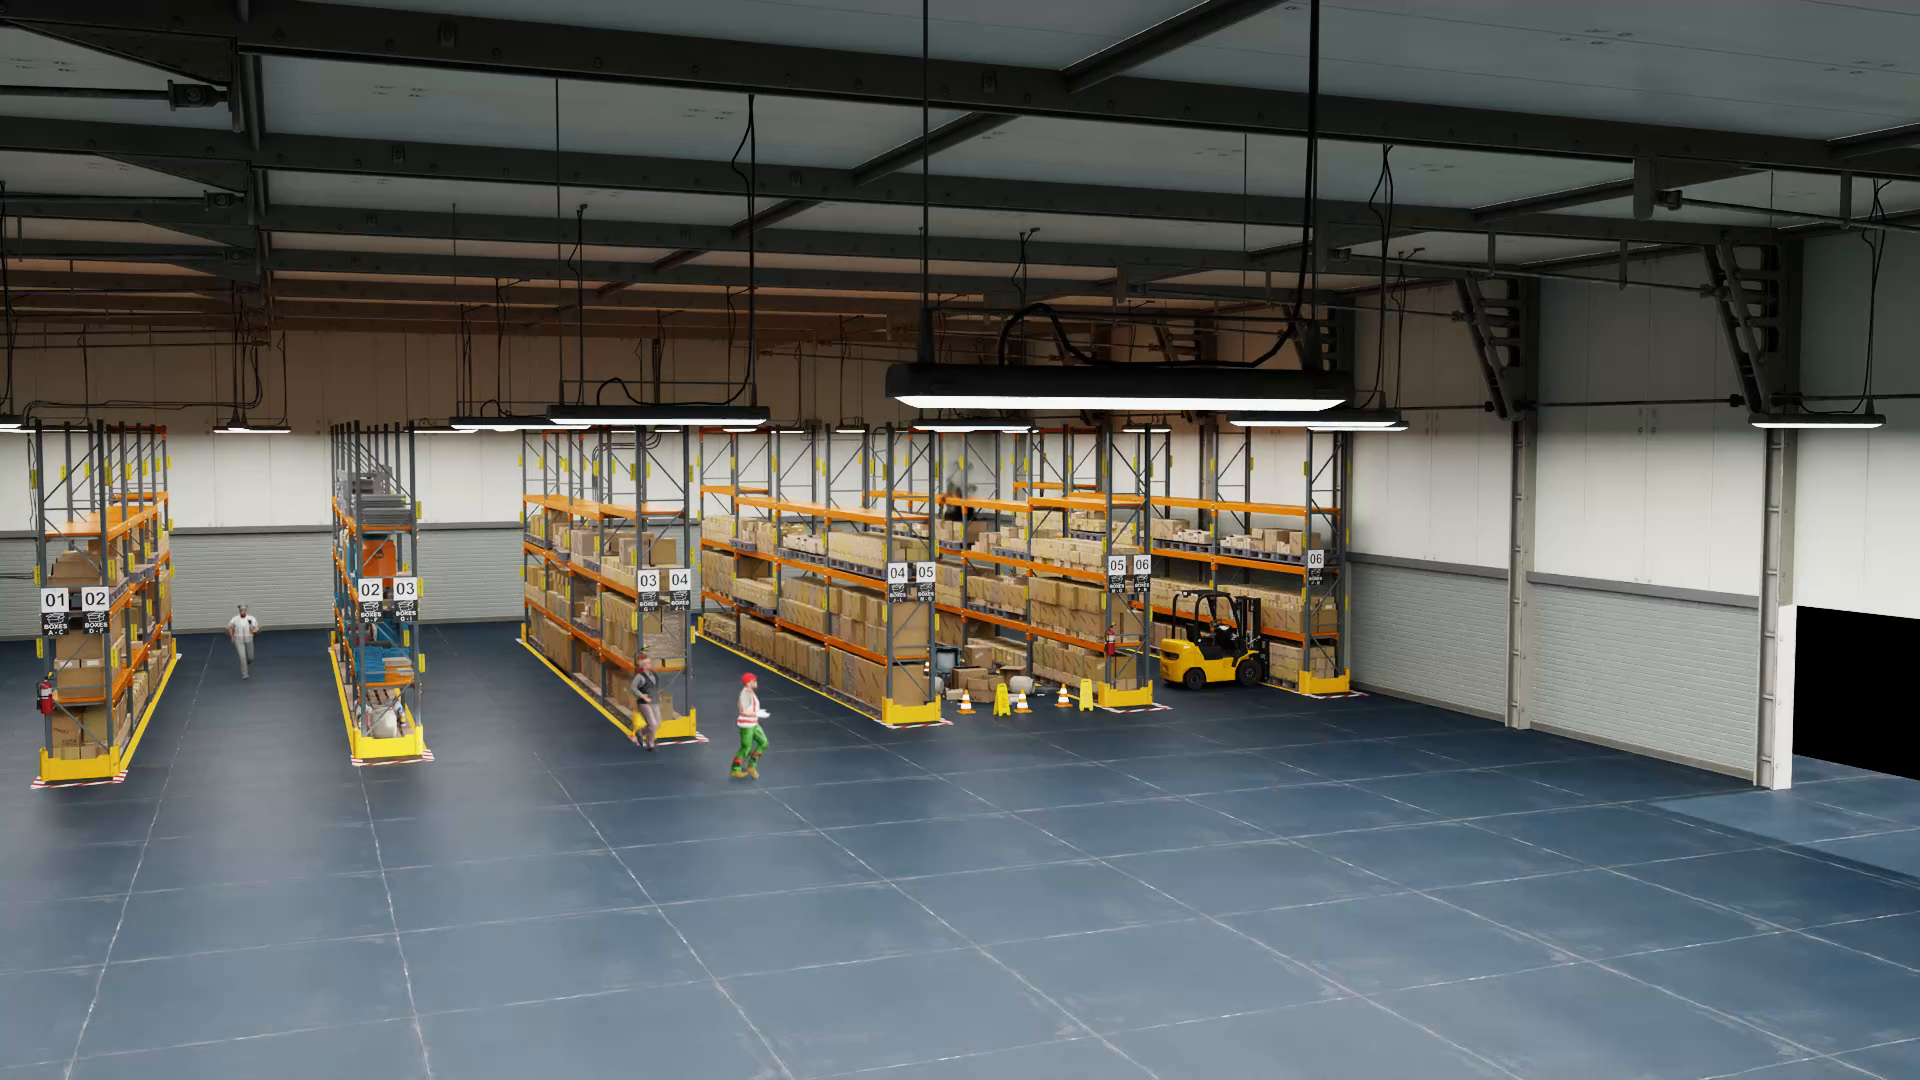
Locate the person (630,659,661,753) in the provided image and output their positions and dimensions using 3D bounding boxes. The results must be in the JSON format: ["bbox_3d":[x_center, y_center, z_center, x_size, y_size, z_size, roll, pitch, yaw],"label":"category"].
[{"bbox_3d":[-5.698,3.005,30.239,0.634,1.706,0.707,3,4,35],"label":"person"}]

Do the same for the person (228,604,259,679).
[{"bbox_3d":[-16.950,2.381,39.365,0.666,1.751,0.764,-2,4,-29],"label":"person"}]

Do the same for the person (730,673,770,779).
[{"bbox_3d":[-3.489,3.110,27.688,0.717,1.802,0.639,1,4,9],"label":"person"}]
